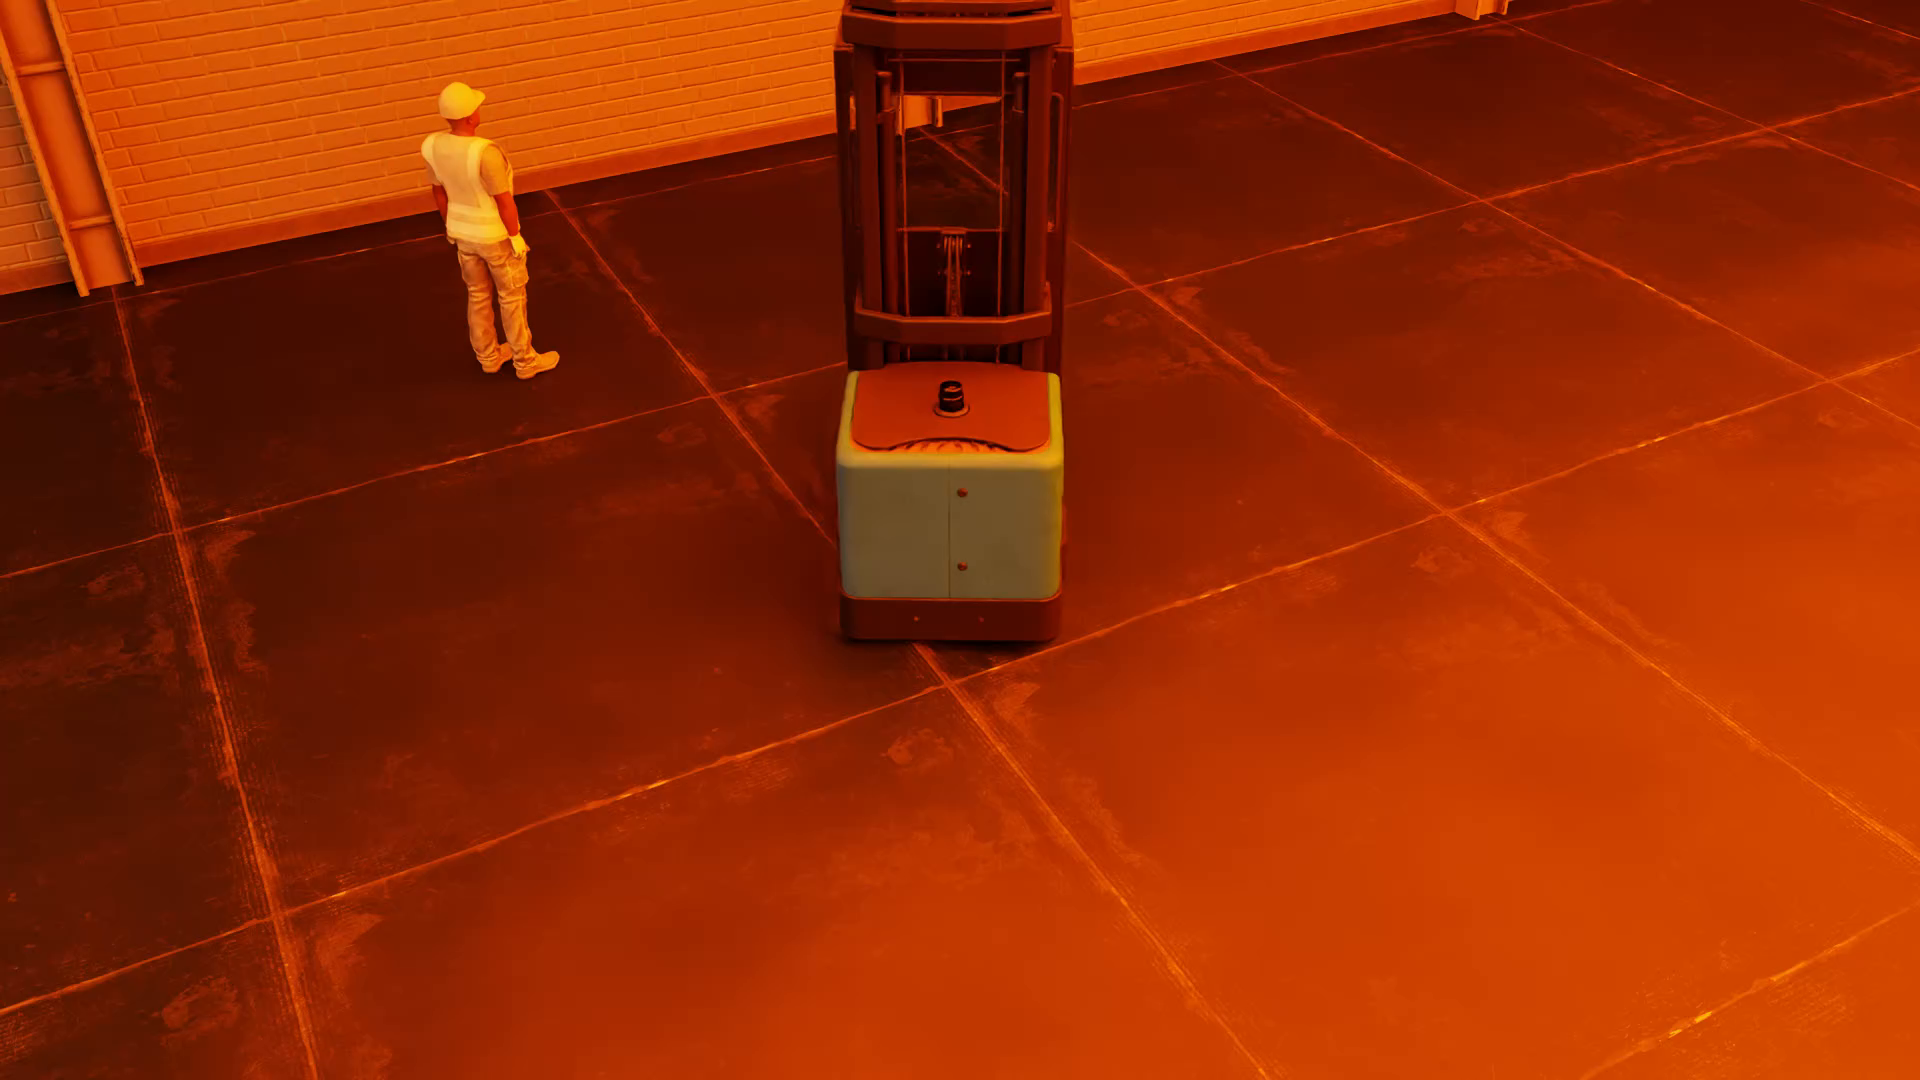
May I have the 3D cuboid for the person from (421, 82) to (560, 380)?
[{"bbox_3d":[-2.745,-1.788,9.645,0.538,1.790,0.386,14,38,19],"label":"person"}]

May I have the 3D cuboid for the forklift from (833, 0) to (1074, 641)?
[{"bbox_3d":[-0.024,-1.537,8.298,1.130,2.935,3.031,1,35,1],"label":"forklift"}]
